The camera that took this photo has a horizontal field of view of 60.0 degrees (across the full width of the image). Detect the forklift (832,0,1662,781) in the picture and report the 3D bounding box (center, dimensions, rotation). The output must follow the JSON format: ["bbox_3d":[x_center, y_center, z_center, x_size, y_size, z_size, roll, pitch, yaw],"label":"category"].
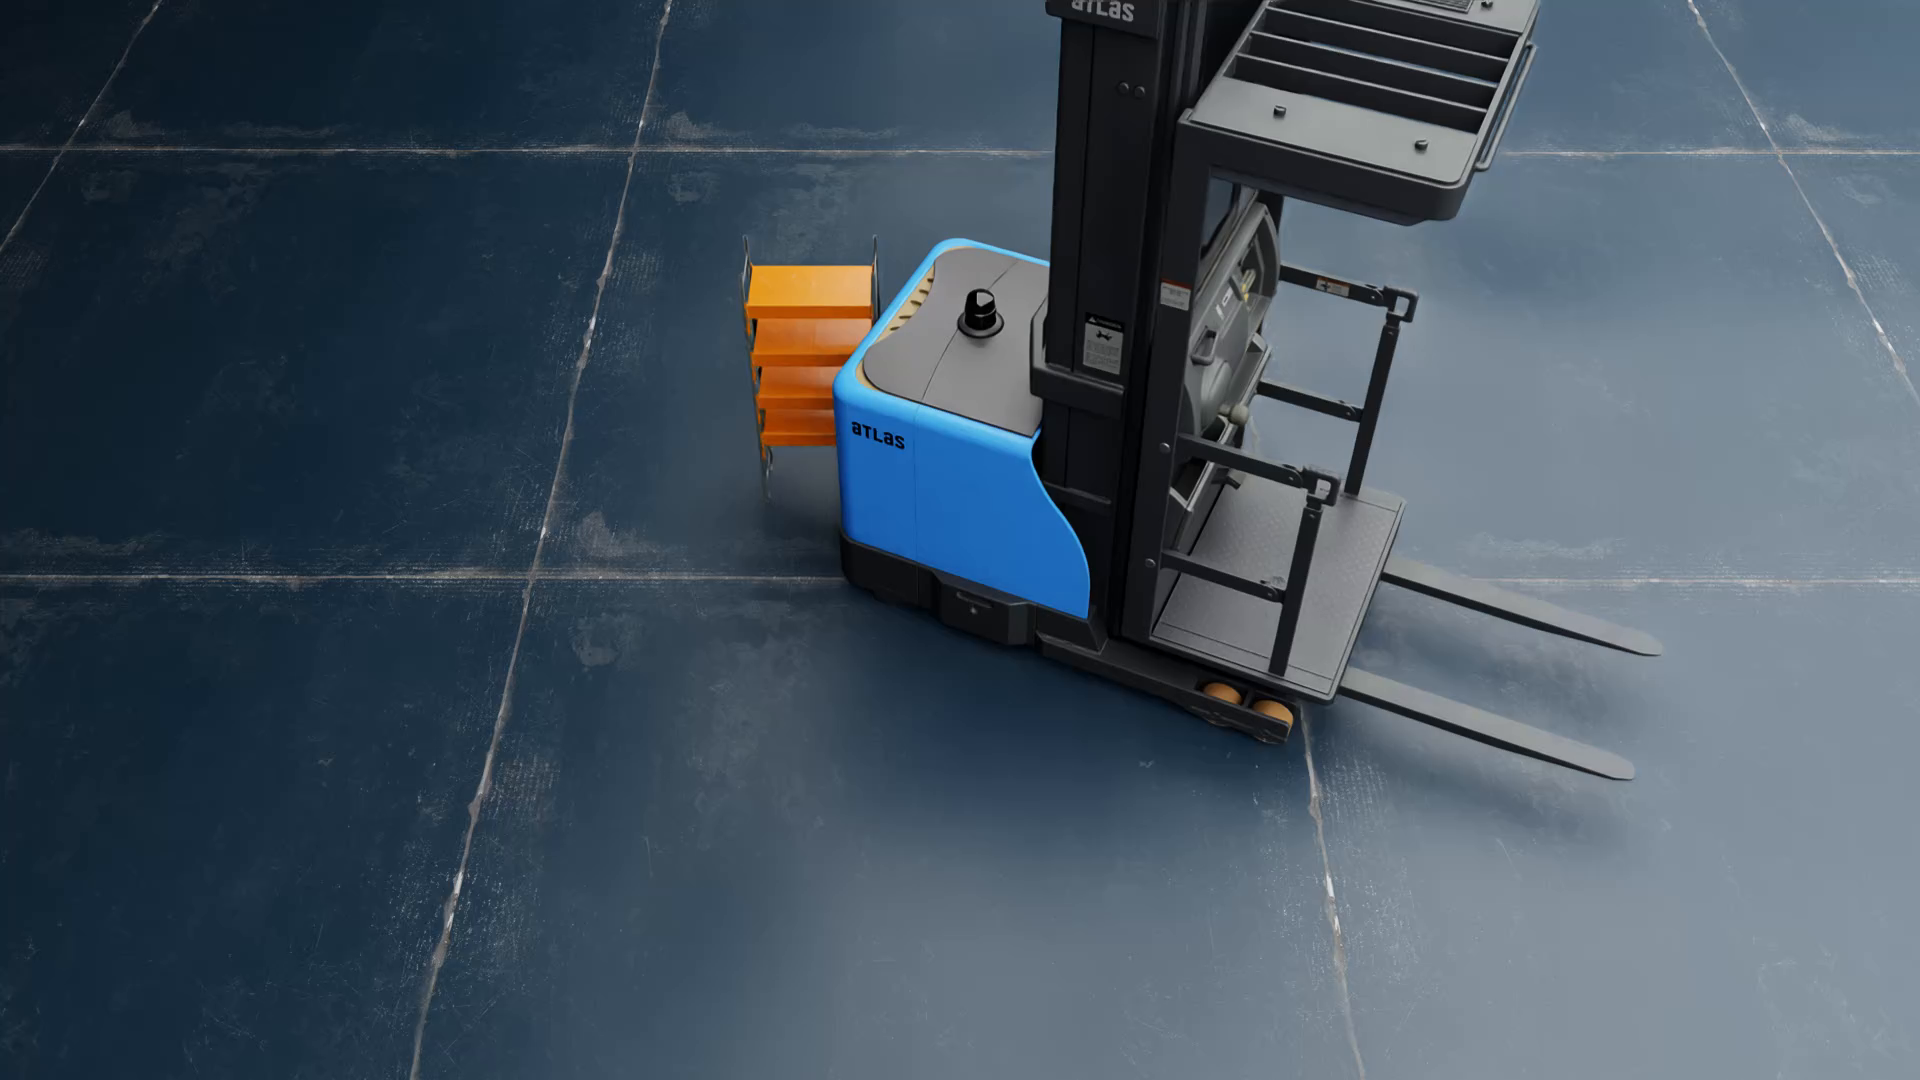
[{"bbox_3d":[1.090,-0.696,5.476,3.031,2.935,1.130,18,50,16],"label":"forklift"}]

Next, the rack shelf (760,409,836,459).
[{"bbox_3d":[-0.564,-0.469,6.811,0.480,0.148,0.258,0,47,0],"label":"rack shelf"}]

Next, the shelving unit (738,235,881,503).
[{"bbox_3d":[-0.564,-0.650,6.617,0.503,1.200,0.258,0,47,0],"label":"shelving unit"}]

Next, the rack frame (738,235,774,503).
[{"bbox_3d":[-0.808,-0.651,6.617,0.015,1.200,0.240,0,47,0],"label":"rack frame"}]

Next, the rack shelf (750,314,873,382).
[{"bbox_3d":[-0.564,-0.757,6.502,0.480,0.148,0.258,0,47,0],"label":"rack shelf"}]

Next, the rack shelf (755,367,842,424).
[{"bbox_3d":[-0.564,-0.605,6.666,0.480,0.148,0.258,0,47,0],"label":"rack shelf"}]

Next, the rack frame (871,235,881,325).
[{"bbox_3d":[-0.320,-0.650,6.616,0.015,1.200,0.240,0,47,0],"label":"rack frame"}]

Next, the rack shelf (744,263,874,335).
[{"bbox_3d":[-0.564,-0.918,6.329,0.480,0.148,0.258,0,47,0],"label":"rack shelf"}]
